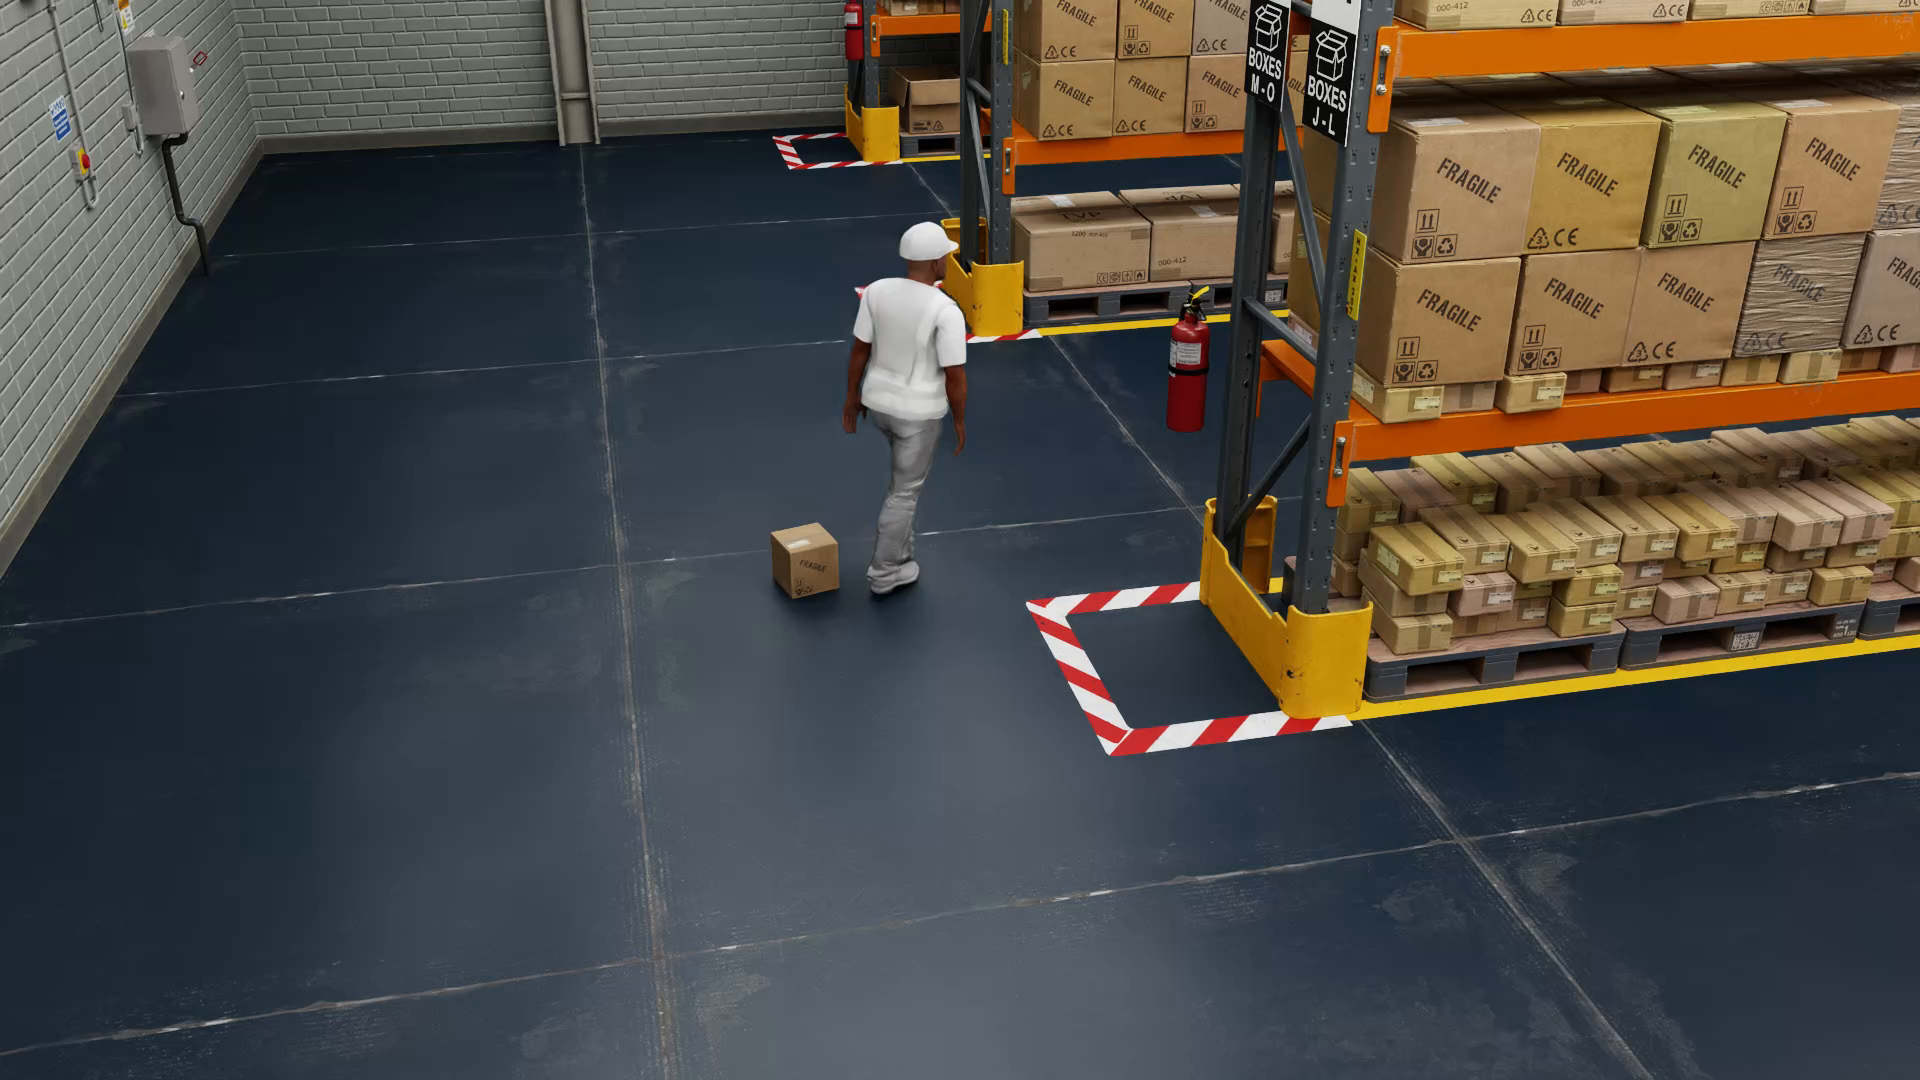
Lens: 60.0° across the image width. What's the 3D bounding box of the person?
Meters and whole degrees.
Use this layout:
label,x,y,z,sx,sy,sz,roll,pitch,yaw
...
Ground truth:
label,x,y,z,sx,sy,sz,roll,pitch,yaw
person,-0.247,-0.590,7.765,0.607,1.774,0.560,21,34,36
